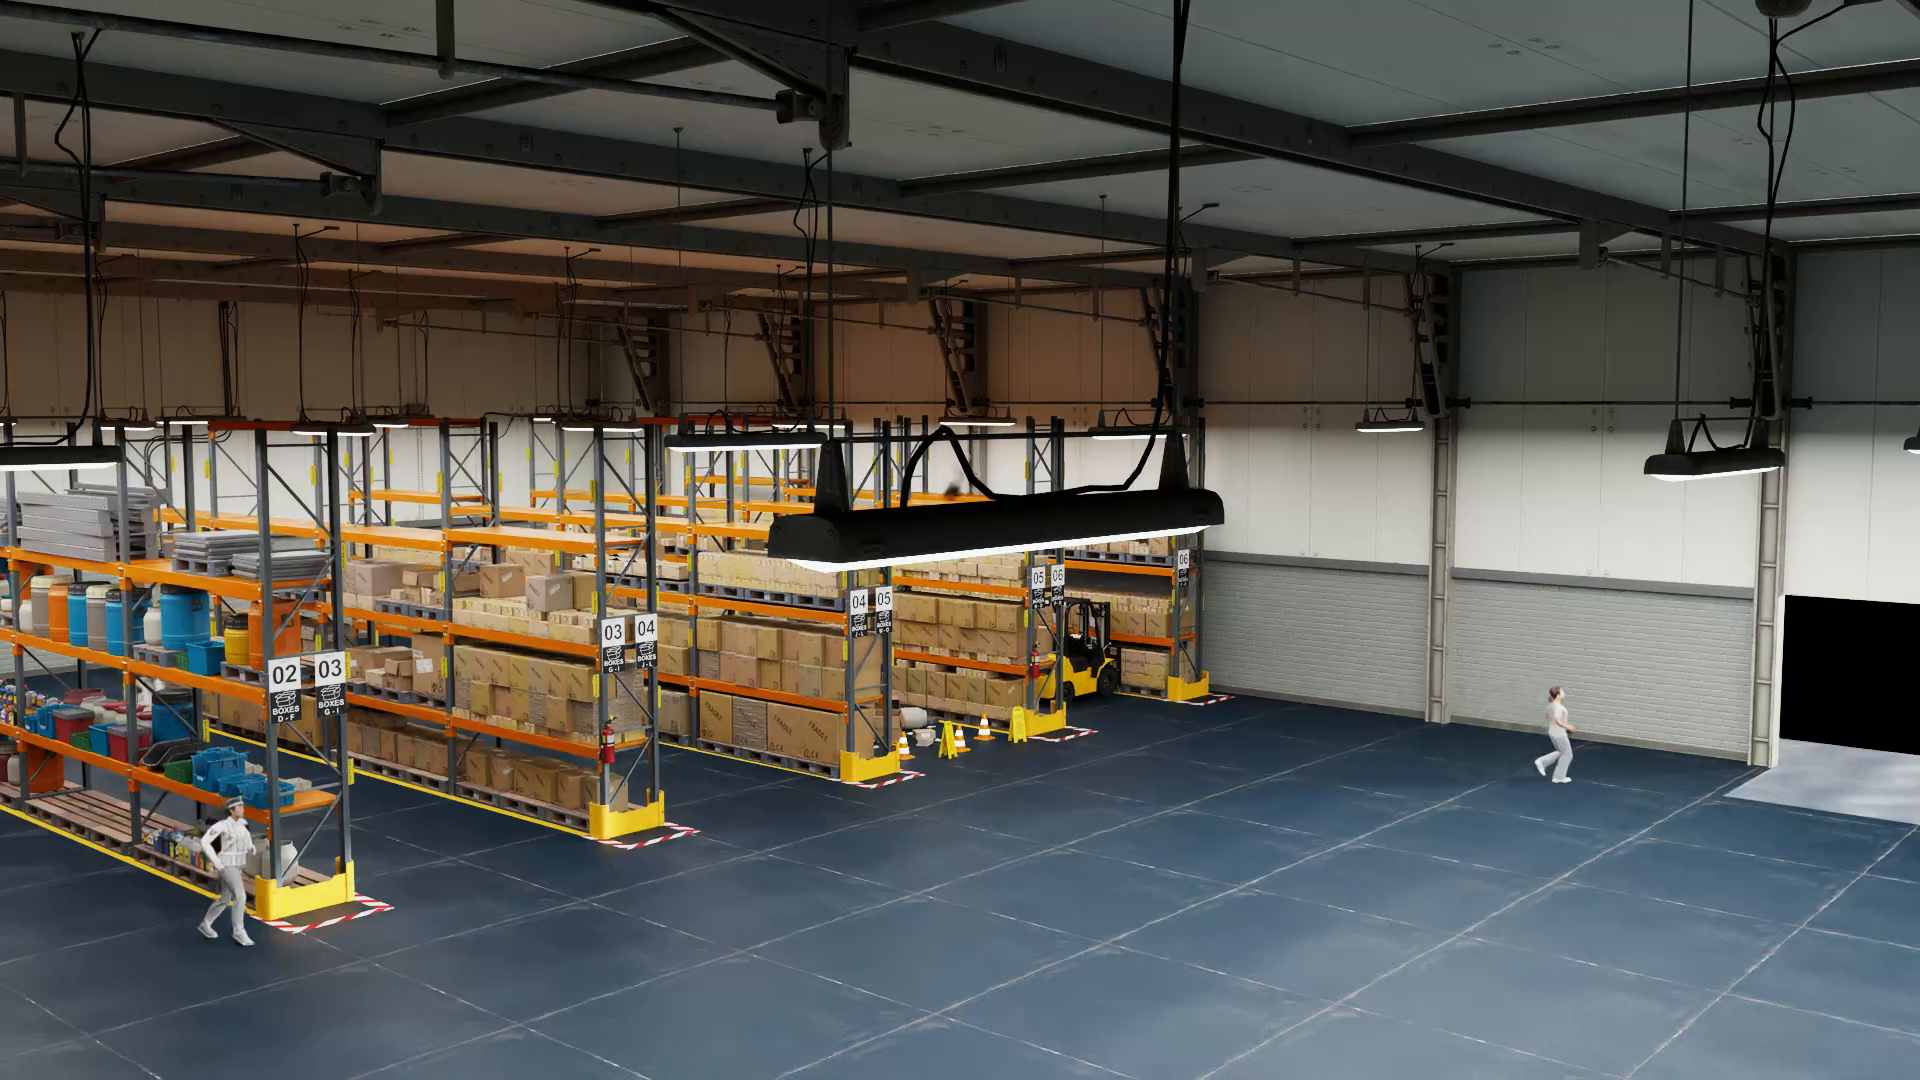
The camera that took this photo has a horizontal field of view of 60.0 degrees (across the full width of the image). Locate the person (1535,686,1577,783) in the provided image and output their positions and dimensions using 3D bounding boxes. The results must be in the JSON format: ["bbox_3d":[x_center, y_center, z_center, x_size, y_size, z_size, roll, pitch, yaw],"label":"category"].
[{"bbox_3d":[9.891,3.224,27.625,0.593,1.617,0.562,0,5,2],"label":"person"}]

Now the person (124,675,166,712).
[{"bbox_3d":[-14.187,3.031,29.139,0.758,1.834,0.625,2,5,27],"label":"person"}]

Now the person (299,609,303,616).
[{"bbox_3d":[-15.002,2.395,37.557,0.665,1.692,0.660,0,5,-3],"label":"person"}]

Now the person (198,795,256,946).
[{"bbox_3d":[-8.585,3.876,19.611,0.725,1.723,0.589,1,5,7],"label":"person"}]
